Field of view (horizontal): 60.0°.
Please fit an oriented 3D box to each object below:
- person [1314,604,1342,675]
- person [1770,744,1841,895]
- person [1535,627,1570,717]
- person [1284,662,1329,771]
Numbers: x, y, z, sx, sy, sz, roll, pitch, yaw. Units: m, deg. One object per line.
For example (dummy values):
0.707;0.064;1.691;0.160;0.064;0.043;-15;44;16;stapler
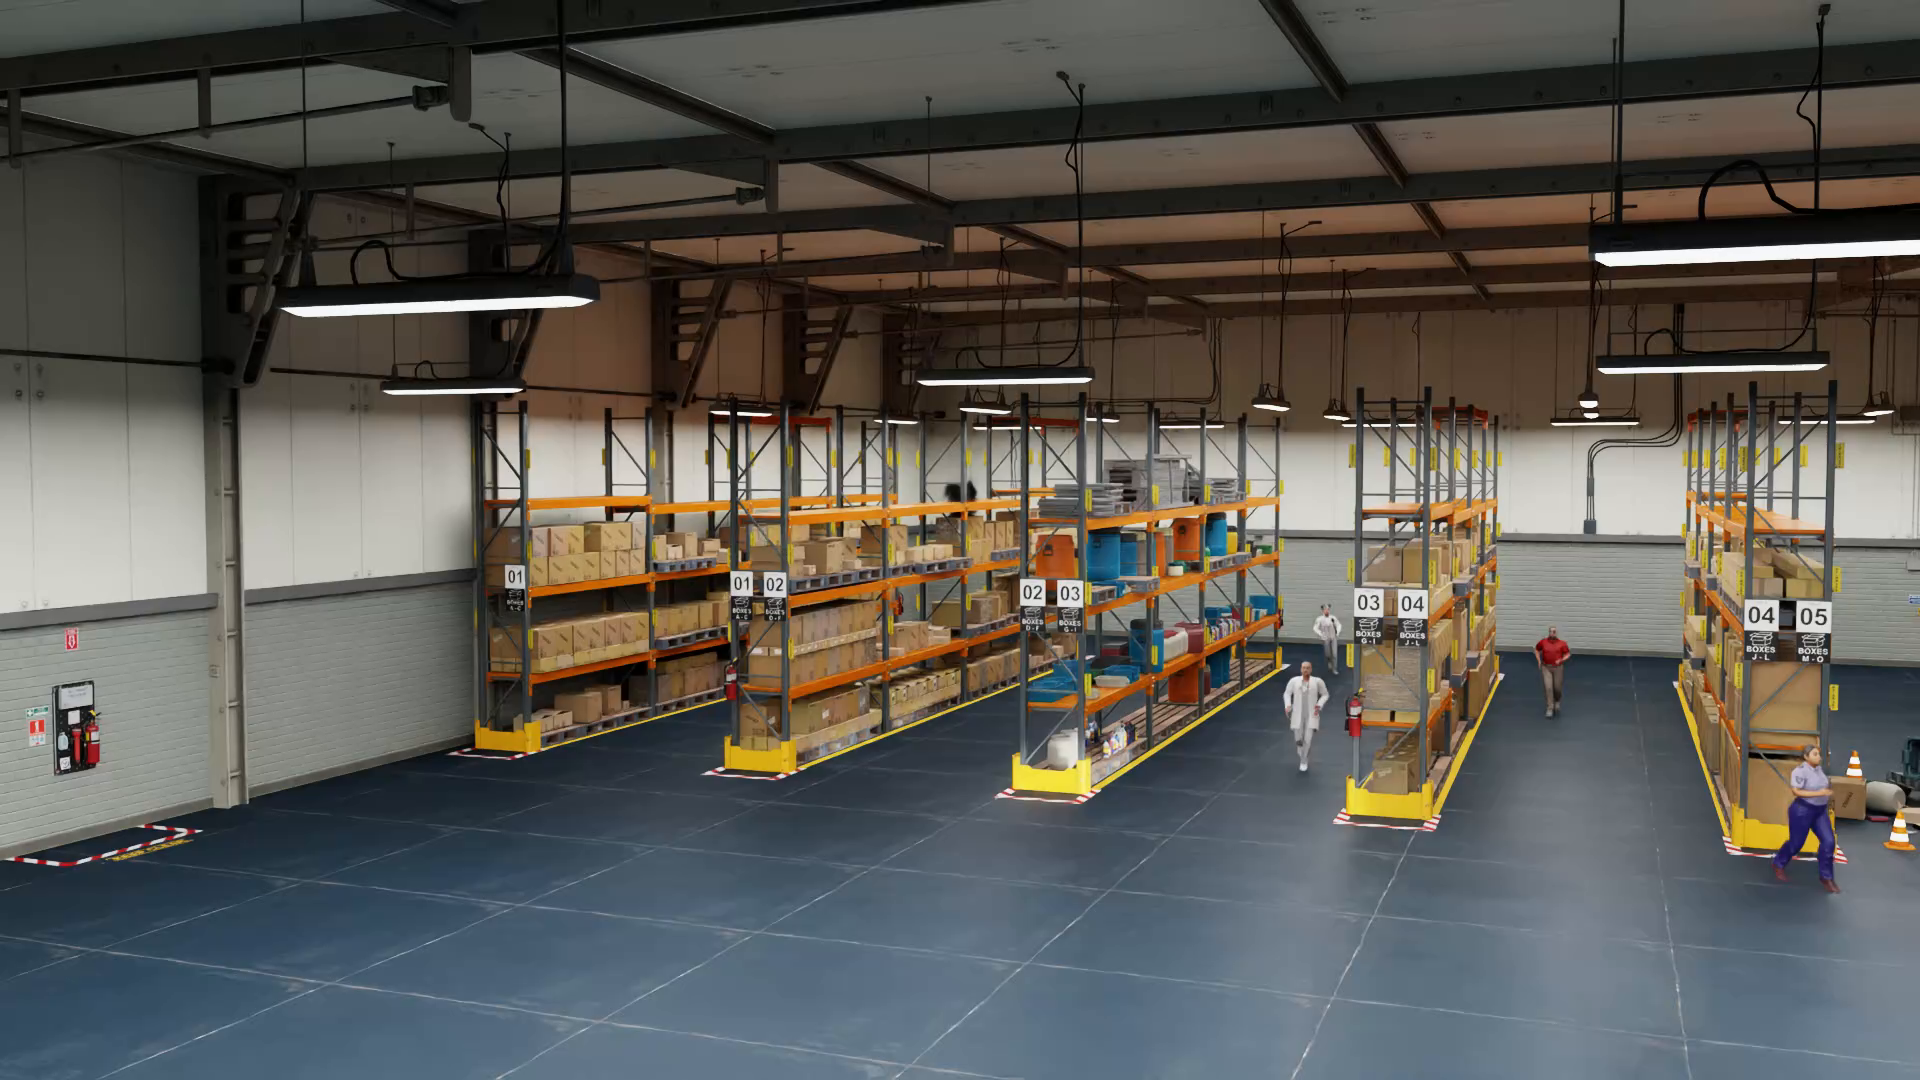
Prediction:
8.605;2.301;38.918;0.650;1.644;0.611;0;3;1;person
9.863;3.227;19.410;0.603;1.699;0.809;-1;3;-24;person
11.616;2.563;32.627;0.666;1.731;0.825;1;3;20;person
5.615;2.840;26.981;0.724;1.752;0.653;1;3;16;person
